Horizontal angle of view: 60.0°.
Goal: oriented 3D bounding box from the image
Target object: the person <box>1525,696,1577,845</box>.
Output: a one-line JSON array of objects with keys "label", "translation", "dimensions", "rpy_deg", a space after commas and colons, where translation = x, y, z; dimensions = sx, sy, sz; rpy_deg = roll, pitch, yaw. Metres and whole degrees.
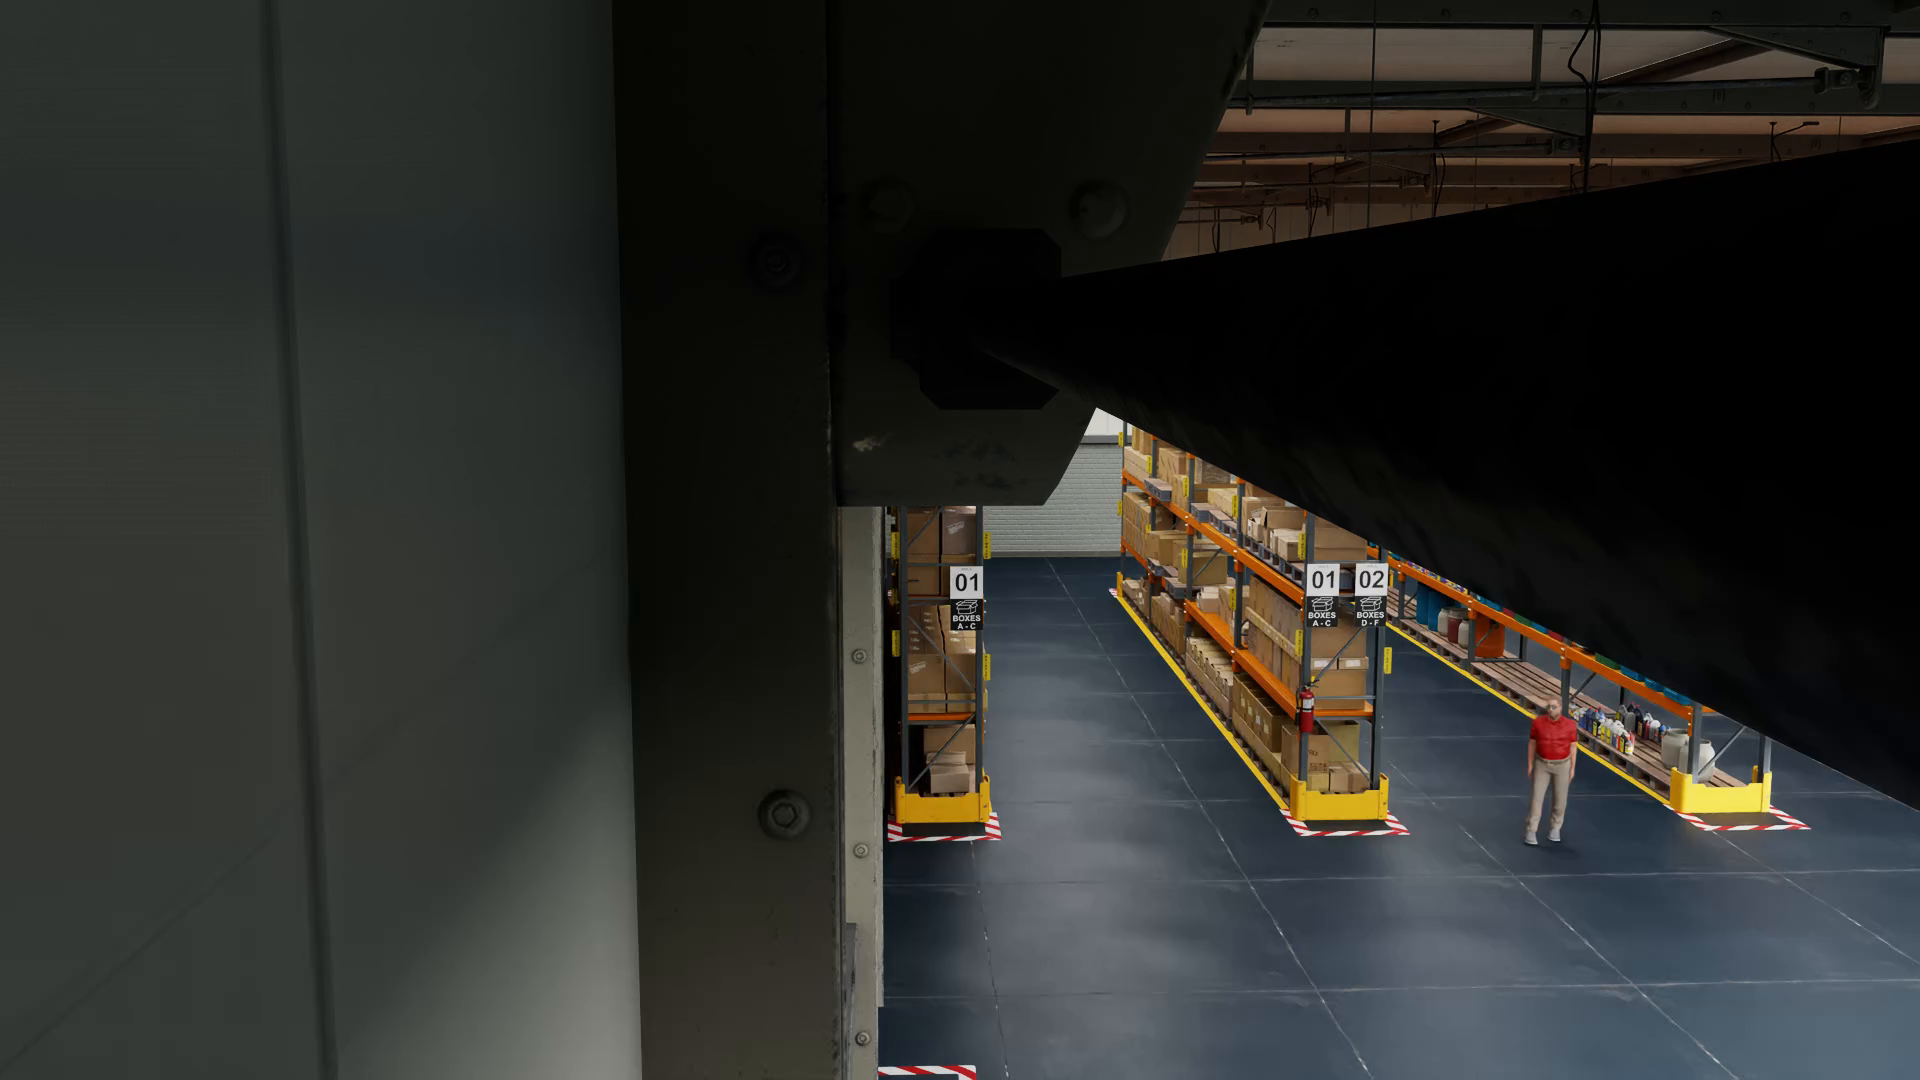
[{"label": "person", "translation": [7.000, 2.726, 19.694], "dimensions": [0.549, 1.744, 0.556], "rpy_deg": [3, 9, 20]}]
